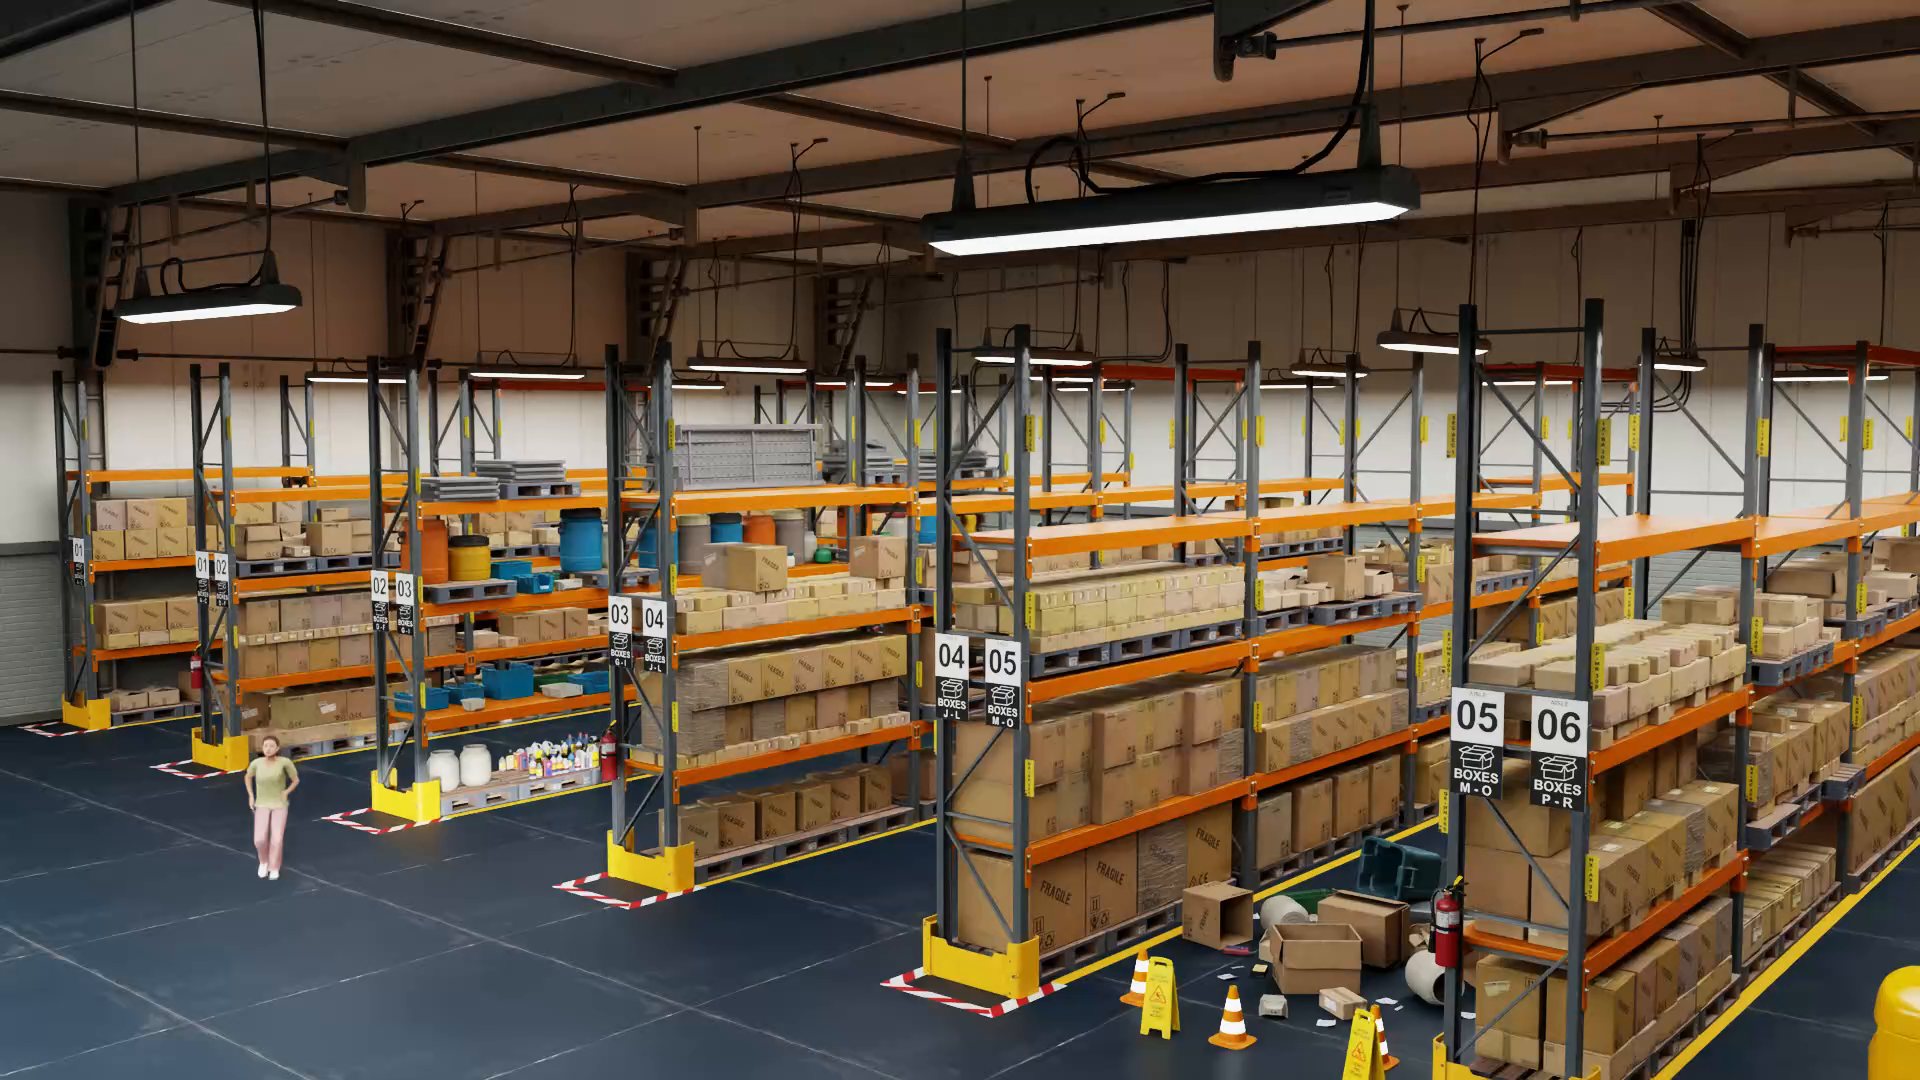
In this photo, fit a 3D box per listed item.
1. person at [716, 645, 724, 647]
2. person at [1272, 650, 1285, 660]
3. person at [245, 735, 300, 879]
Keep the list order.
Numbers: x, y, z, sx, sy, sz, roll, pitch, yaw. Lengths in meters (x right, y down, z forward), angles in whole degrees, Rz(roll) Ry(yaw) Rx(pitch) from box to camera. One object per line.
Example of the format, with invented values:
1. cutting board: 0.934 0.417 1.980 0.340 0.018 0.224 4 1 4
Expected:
1. person: -3.983 2.255 28.197 0.697 1.753 0.672 3 5 39
2. person: 4.648 2.518 24.237 0.705 1.846 0.898 3 5 37
3. person: -7.700 2.998 18.615 0.586 1.638 0.557 -1 4 -17
